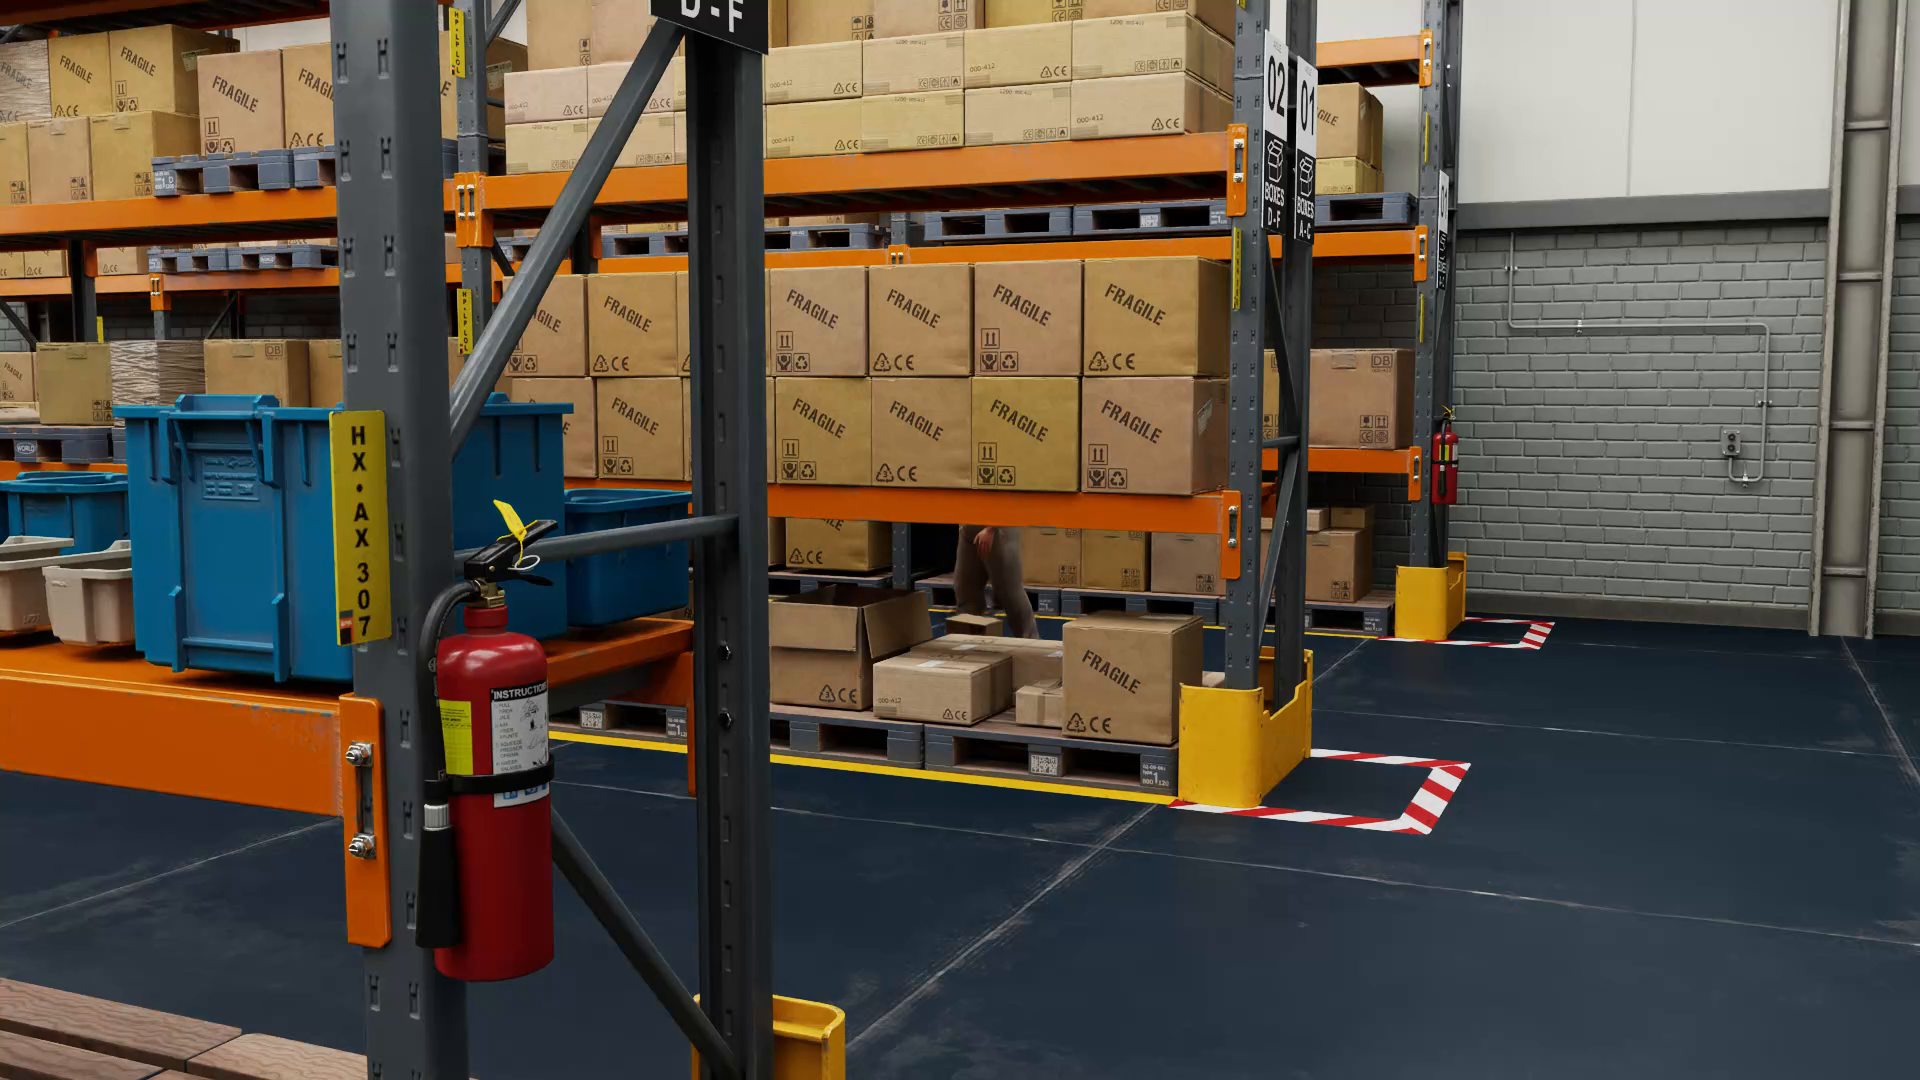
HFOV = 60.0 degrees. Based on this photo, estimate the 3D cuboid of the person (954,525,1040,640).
[{"bbox_3d":[0.154,-0.051,10.137,0.658,1.719,0.652,-2,6,-22],"label":"person"}]
